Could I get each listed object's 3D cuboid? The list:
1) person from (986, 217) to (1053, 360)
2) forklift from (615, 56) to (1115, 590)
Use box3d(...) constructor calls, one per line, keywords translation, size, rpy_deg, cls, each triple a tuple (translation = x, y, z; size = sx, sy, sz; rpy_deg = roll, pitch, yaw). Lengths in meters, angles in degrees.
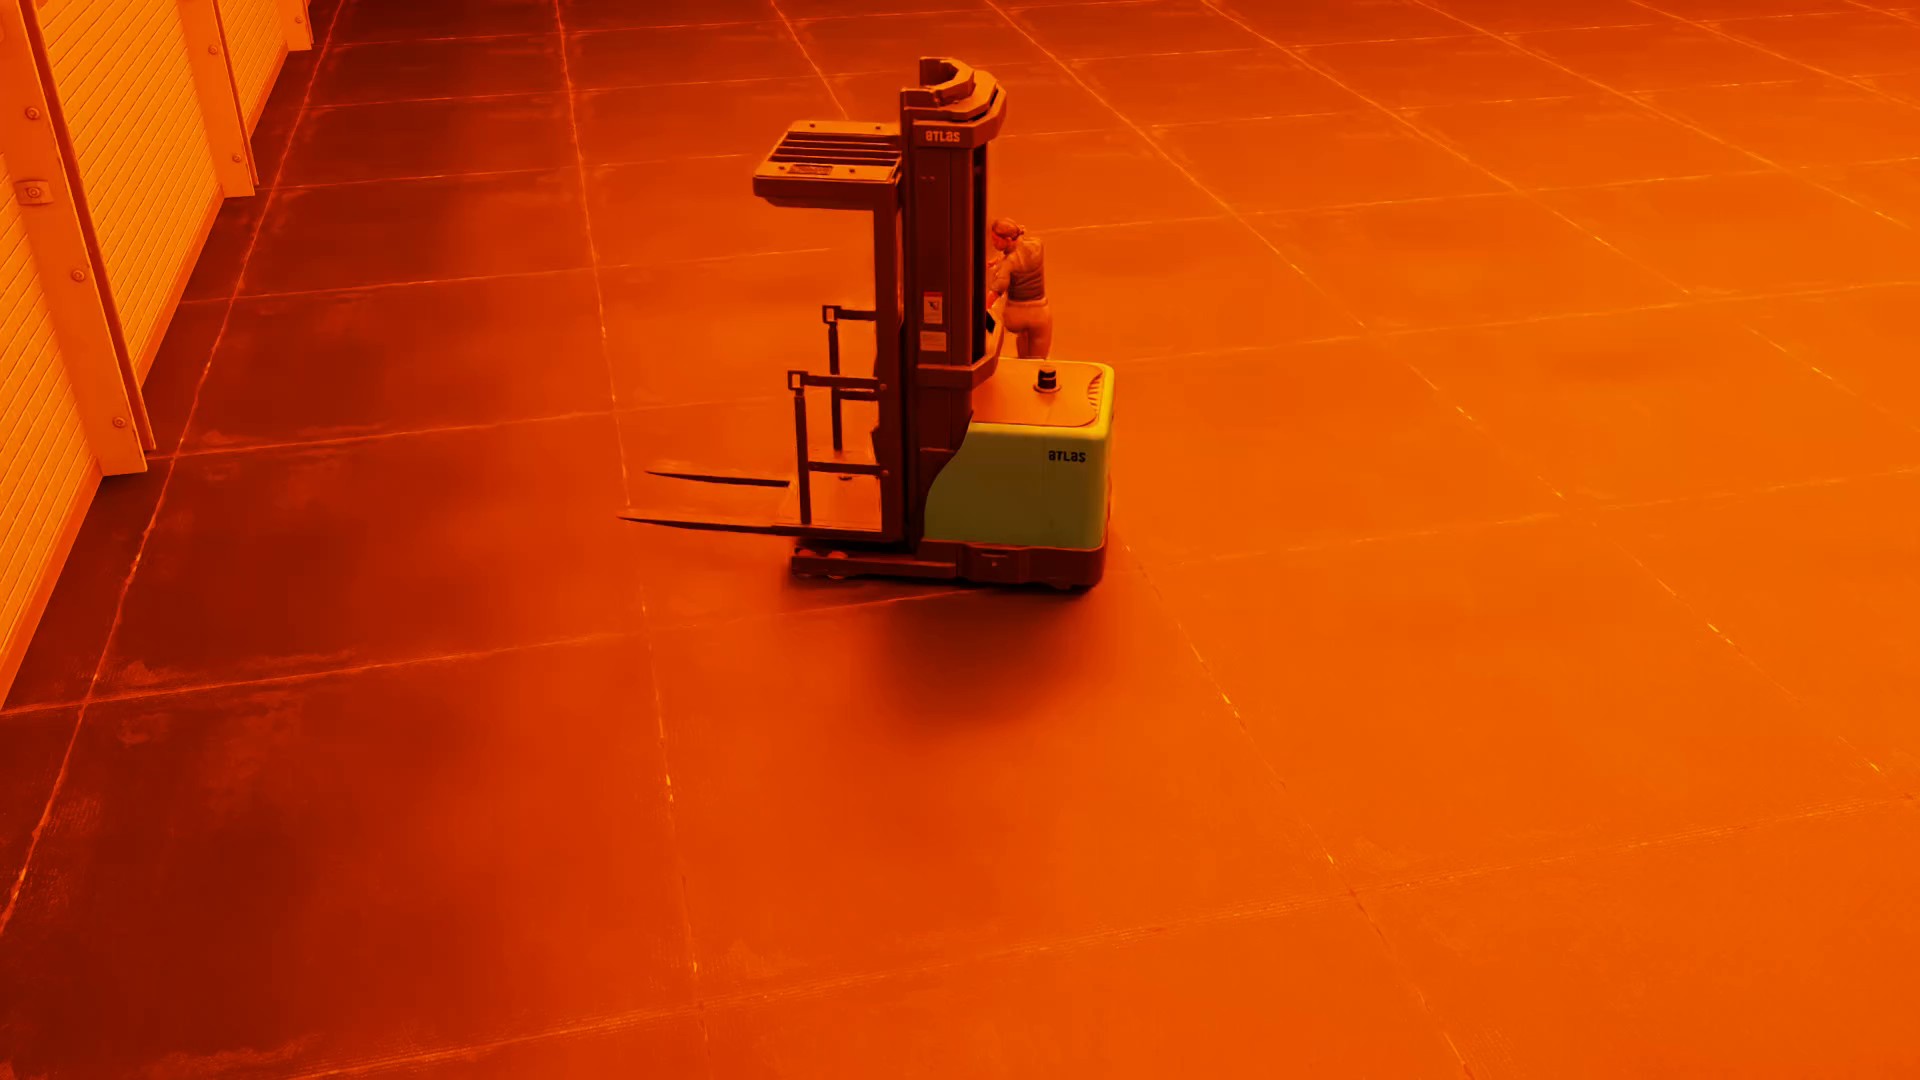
box3d(translation=(0.358, -1.626, 11.971), size=(0.625, 1.429, 0.895), rpy_deg=(2, 30, 4), cls="person")
box3d(translation=(-0.594, -1.288, 9.799), size=(3.031, 2.935, 1.130), rpy_deg=(4, 30, 6), cls="forklift")
